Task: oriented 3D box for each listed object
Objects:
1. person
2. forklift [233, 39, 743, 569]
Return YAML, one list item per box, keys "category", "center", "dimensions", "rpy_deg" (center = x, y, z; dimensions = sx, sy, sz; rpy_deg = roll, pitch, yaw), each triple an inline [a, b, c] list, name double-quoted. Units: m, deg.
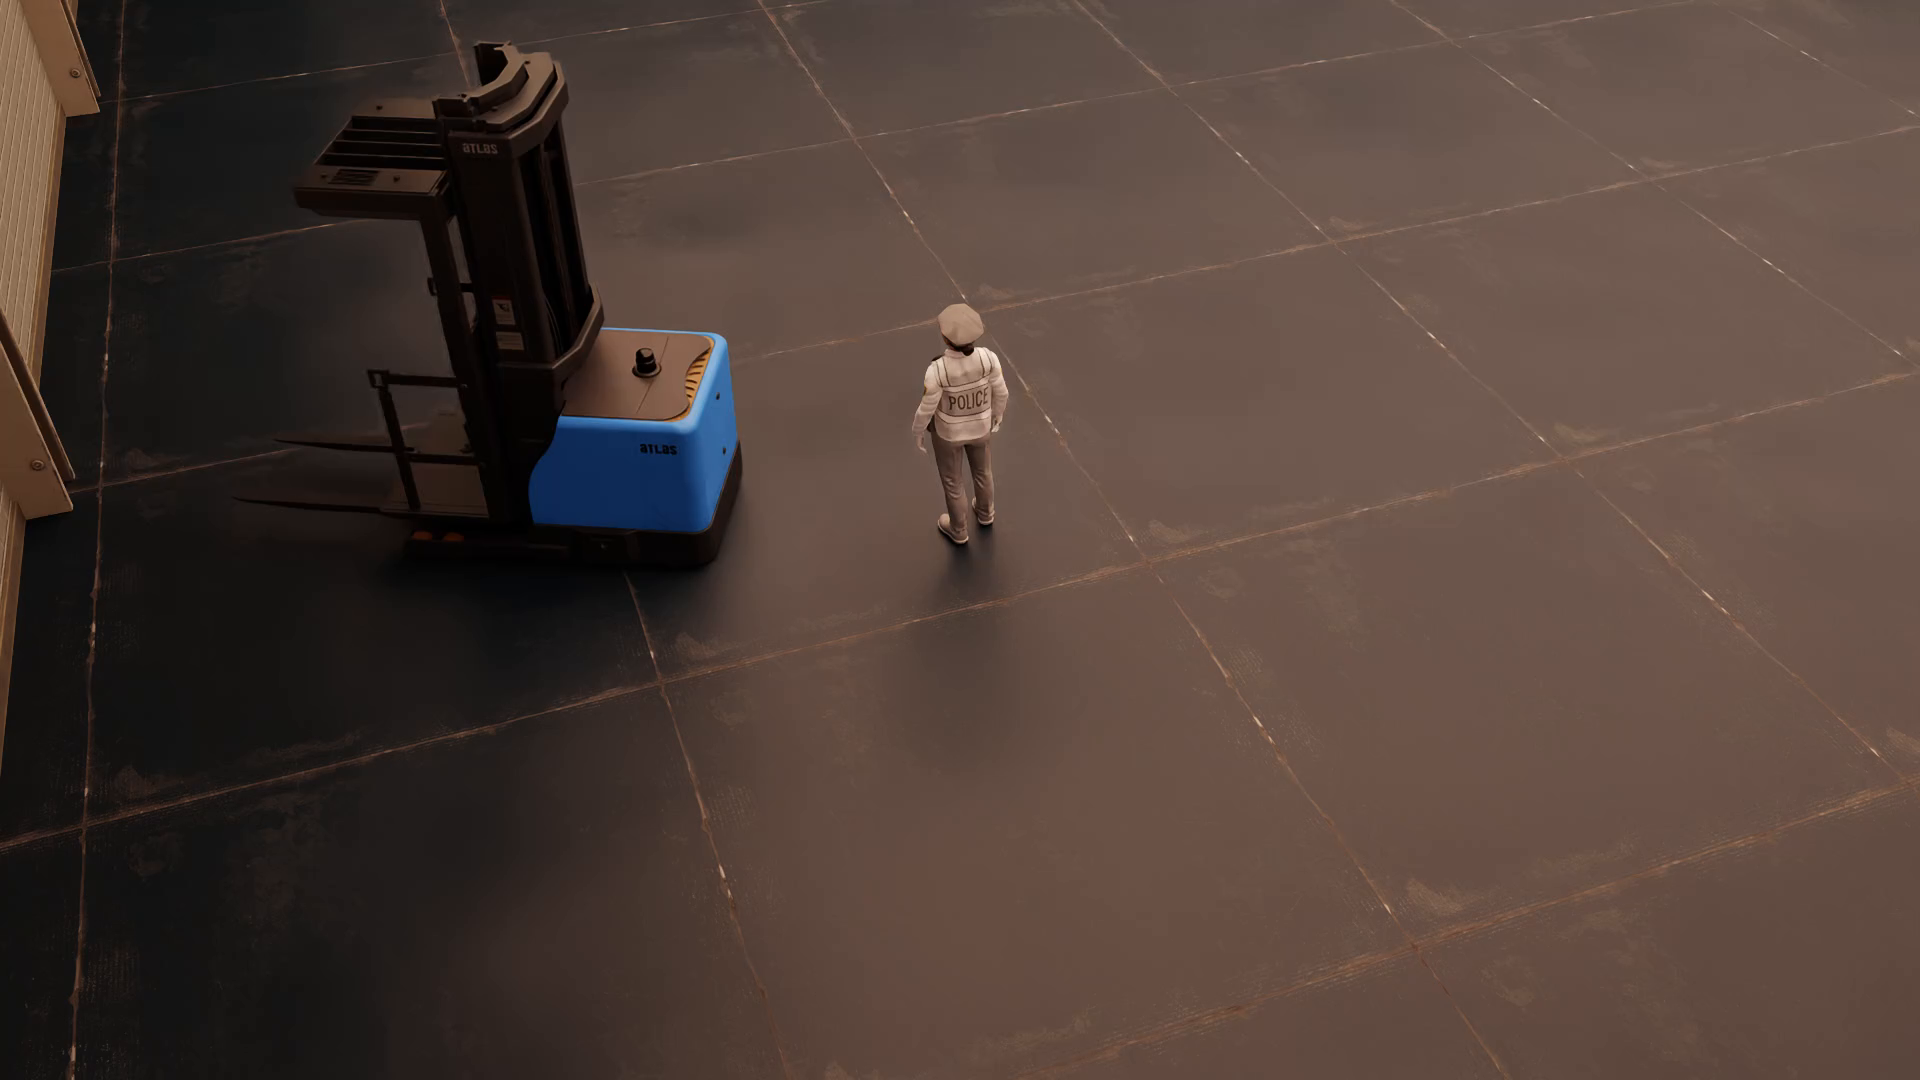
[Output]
- category: "person"
  center: [-0.017, -0.696, 9.776]
  dimensions: [0.588, 1.696, 0.533]
  rpy_deg: [-13, 42, -15]
- category: "forklift"
  center: [-2.946, -1.338, 9.590]
  dimensions: [3.031, 2.935, 1.130]
  rpy_deg: [3, 40, 4]
